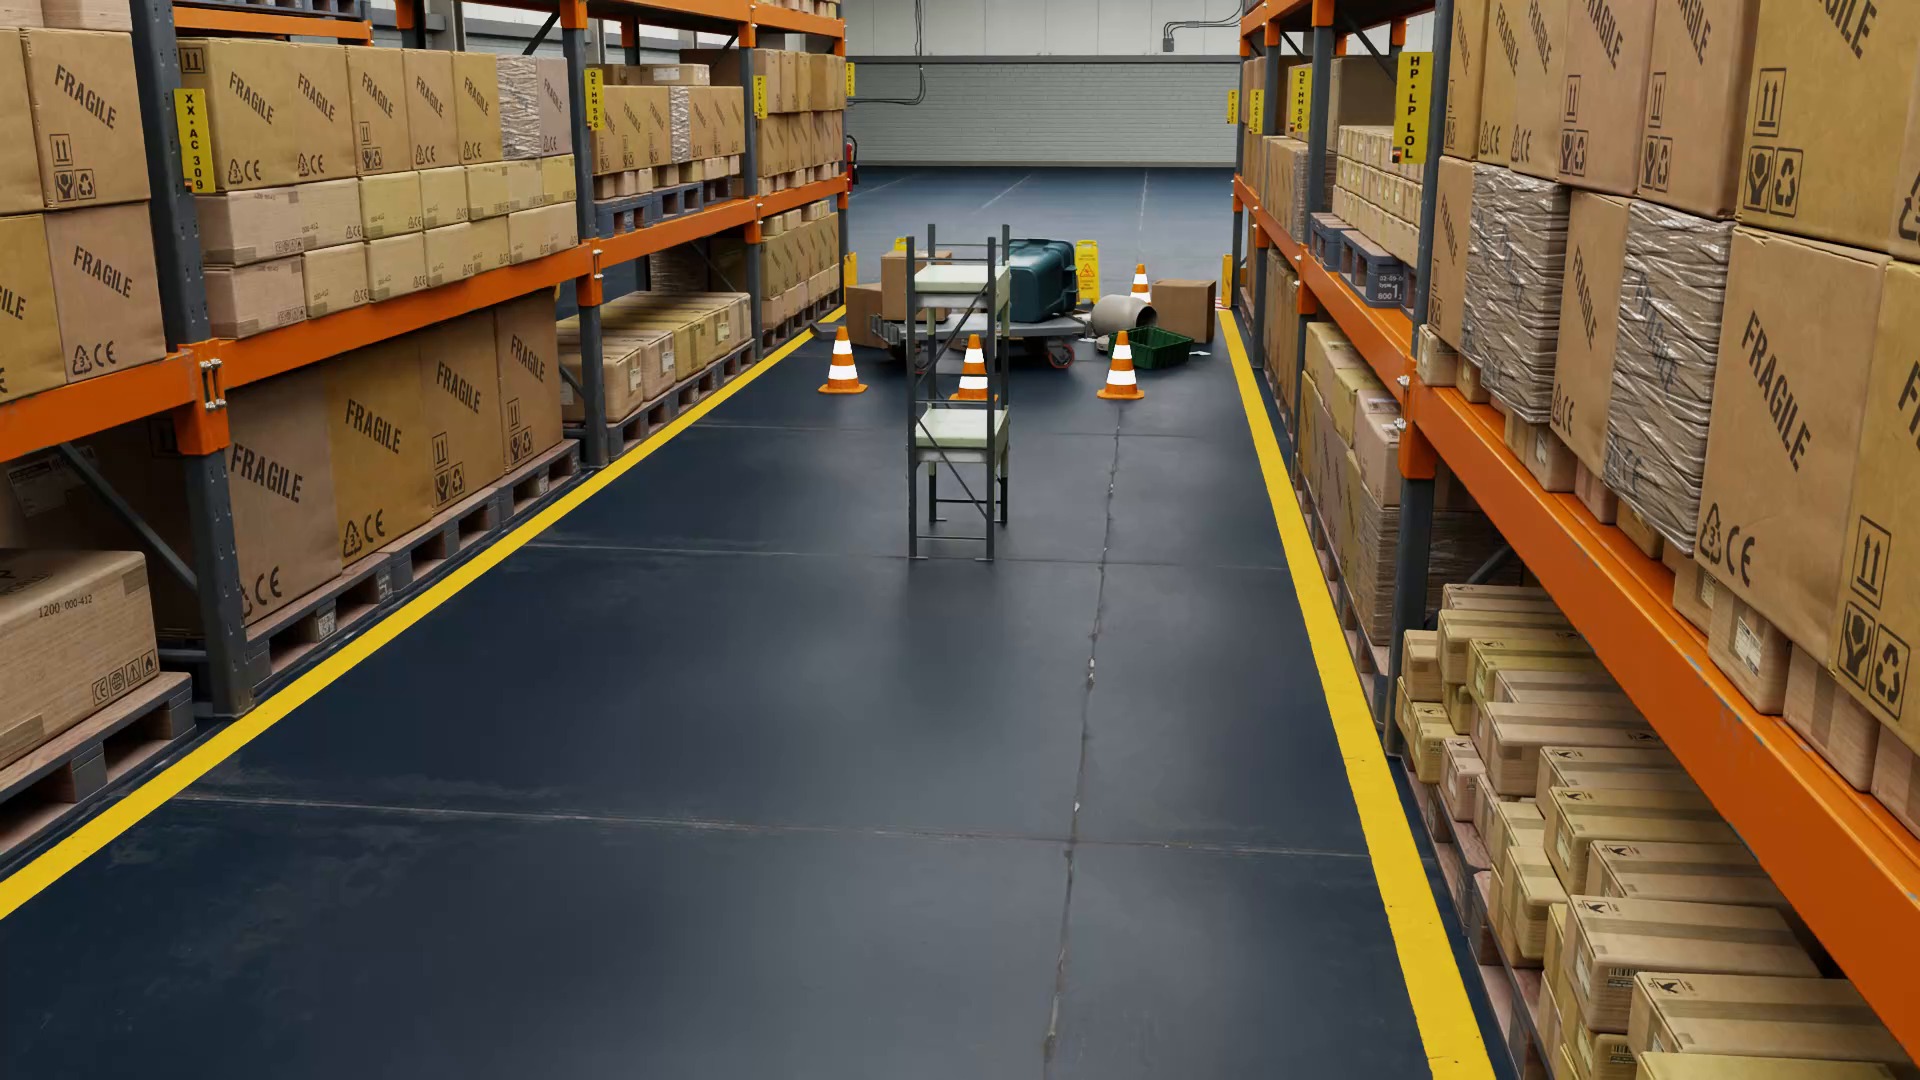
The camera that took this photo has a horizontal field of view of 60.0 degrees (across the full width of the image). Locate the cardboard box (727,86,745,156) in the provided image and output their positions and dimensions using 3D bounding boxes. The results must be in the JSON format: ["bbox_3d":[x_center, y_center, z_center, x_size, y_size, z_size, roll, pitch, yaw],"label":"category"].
[{"bbox_3d":[-1.938,-3.188,12.638,0.500,0.500,0.500,1,15,5],"label":"cardboard box"}]

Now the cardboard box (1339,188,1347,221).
[{"bbox_3d":[2.083,-1.664,8.247,0.380,0.149,0.250,2,15,9],"label":"cardboard box"}]

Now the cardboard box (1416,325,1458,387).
[{"bbox_3d":[1.556,-0.540,4.894,0.380,0.149,0.250,2,15,8],"label":"cardboard box"}]

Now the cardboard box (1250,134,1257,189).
[{"bbox_3d":[3.023,-3.389,14.660,0.875,0.550,0.500,2,15,6],"label":"cardboard box"}]

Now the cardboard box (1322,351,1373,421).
[{"bbox_3d":[1.920,-0.689,7.513,0.500,0.250,0.500,2,15,7],"label":"cardboard box"}]

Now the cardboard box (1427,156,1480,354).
[{"bbox_3d":[1.607,-0.796,4.598,0.500,0.500,0.500,1,15,5],"label":"cardboard box"}]

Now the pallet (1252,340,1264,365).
[{"bbox_3d":[2.979,-1.649,13.855,1.003,0.211,1.213,2,15,6],"label":"pallet"}]

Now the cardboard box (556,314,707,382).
[{"bbox_3d":[-2.325,-1.351,11.640,0.950,0.372,0.625,2,15,8],"label":"cardboard box"}]

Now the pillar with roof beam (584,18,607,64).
[{"bbox_3d":[-1.938,-9.830,27.275,9.100,9.000,0.400,2,15,6],"label":"pillar with roof beam"}]

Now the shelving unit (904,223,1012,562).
[{"bbox_3d":[0.001,-0.726,7.973,0.431,1.500,0.755,2,15,6],"label":"shelving unit"}]

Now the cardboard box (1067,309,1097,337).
[{"bbox_3d":[1.180,-1.980,14.976,0.396,0.266,0.258,4,16,16],"label":"cardboard box"}]

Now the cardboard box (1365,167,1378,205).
[{"bbox_3d":[1.966,-1.534,7.196,0.380,0.149,0.250,2,15,6],"label":"cardboard box"}]

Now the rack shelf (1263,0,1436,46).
[{"bbox_3d":[2.590,-3.382,10.554,1.077,0.370,4.000,2,15,6],"label":"rack shelf"}]

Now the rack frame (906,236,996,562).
[{"bbox_3d":[-0.041,-0.631,7.622,0.400,1.500,0.023,2,15,6],"label":"rack frame"}]

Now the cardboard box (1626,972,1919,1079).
[{"bbox_3d":[1.350,0.854,2.774,0.380,0.149,0.250,1,15,4],"label":"cardboard box"}]

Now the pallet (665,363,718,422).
[{"bbox_3d":[-2.336,-1.054,11.656,1.003,0.211,1.213,2,15,6],"label":"pallet"}]

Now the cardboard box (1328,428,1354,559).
[{"bbox_3d":[1.867,-0.186,7.089,0.500,0.500,0.500,1,15,5],"label":"cardboard box"}]

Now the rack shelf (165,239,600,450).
[{"bbox_3d":[-2.791,-1.016,7.551,1.077,0.370,4.000,2,15,6],"label":"rack shelf"}]

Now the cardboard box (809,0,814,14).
[{"bbox_3d":[-1.560,-4.920,15.344,0.380,0.149,0.250,2,15,6],"label":"cardboard box"}]

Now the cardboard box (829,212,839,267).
[{"bbox_3d":[-1.494,-2.979,16.459,0.500,0.500,0.500,2,15,7],"label":"cardboard box"}]

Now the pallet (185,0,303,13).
[{"bbox_3d":[-6.836,-5.008,15.358,1.003,0.211,1.213,2,15,6],"label":"pallet"}]

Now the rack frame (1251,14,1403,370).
[{"bbox_3d":[2.816,-2.800,12.770,1.000,3.000,0.127,2,15,6],"label":"rack frame"}]

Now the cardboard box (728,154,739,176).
[{"bbox_3d":[-1.898,-2.859,12.667,0.380,0.149,0.250,2,15,7],"label":"cardboard box"}]

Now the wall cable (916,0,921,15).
[{"bbox_3d":[0.150,-16.209,47.142,3.097,2.526,0.112,2,15,6],"label":"wall cable"}]

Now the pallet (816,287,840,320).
[{"bbox_3d":[-1.798,-2.382,16.565,1.003,0.211,1.213,2,15,6],"label":"pallet"}]

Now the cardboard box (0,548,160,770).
[{"bbox_3d":[-3.194,0.349,5.228,0.875,0.438,0.875,1,15,5],"label":"cardboard box"}]

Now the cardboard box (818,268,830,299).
[{"bbox_3d":[-1.553,-2.481,16.053,0.500,0.250,0.500,2,15,6],"label":"cardboard box"}]

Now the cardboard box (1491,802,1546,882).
[{"bbox_3d":[1.444,0.726,3.817,0.380,0.149,0.250,2,15,6],"label":"cardboard box"}]

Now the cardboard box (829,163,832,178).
[{"bbox_3d":[-1.461,-3.598,16.201,0.380,0.149,0.250,1,15,5],"label":"cardboard box"}]

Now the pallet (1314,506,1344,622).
[{"bbox_3d":[2.135,0.102,7.381,1.003,0.211,1.213,2,15,6],"label":"pallet"}]

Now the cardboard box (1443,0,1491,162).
[{"bbox_3d":[1.620,-1.290,4.508,0.500,0.500,0.500,2,15,8],"label":"cardboard box"}]

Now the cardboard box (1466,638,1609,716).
[{"bbox_3d":[1.599,0.381,4.523,0.380,0.149,0.250,1,15,5],"label":"cardboard box"}]

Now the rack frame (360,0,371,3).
[{"bbox_3d":[-6.595,-6.998,16.803,1.000,3.000,0.127,2,15,6],"label":"rack frame"}]

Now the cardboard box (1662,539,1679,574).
[{"bbox_3d":[1.450,0.009,2.863,0.380,0.149,0.250,1,15,4],"label":"cardboard box"}]

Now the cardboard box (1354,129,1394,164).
[{"bbox_3d":[2.029,-1.815,7.665,0.380,0.149,0.250,1,15,4],"label":"cardboard box"}]

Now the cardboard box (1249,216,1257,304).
[{"bbox_3d":[3.159,-2.608,15.328,0.875,0.875,0.875,1,15,5],"label":"cardboard box"}]

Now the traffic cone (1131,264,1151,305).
[{"bbox_3d":[1.796,-2.517,16.583,0.336,0.463,0.334,2,15,6],"label":"traffic cone"}]

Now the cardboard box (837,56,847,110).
[{"bbox_3d":[-1.503,-4.493,16.353,0.700,0.500,0.500,1,15,5],"label":"cardboard box"}]

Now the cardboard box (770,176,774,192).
[{"bbox_3d":[-1.783,-3.007,14.019,0.380,0.149,0.250,2,15,6],"label":"cardboard box"}]

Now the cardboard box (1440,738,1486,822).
[{"bbox_3d":[1.546,0.668,4.601,0.380,0.149,0.250,2,15,6],"label":"cardboard box"}]

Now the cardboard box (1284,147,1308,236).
[{"bbox_3d":[2.206,-2.065,9.860,0.500,0.500,0.500,2,15,6],"label":"cardboard box"}]

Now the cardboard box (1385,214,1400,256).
[{"bbox_3d":[1.874,-1.185,6.473,0.380,0.149,0.250,1,15,4],"label":"cardboard box"}]

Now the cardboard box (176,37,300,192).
[{"bbox_3d":[-2.682,-1.481,5.786,0.500,0.500,0.500,2,15,7],"label":"cardboard box"}]

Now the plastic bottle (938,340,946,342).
[{"bbox_3d":[-0.105,-1.781,14.630,0.133,0.061,0.283,4,16,16],"label":"plastic bottle"}]

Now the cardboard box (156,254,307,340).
[{"bbox_3d":[-2.705,-0.879,5.952,0.500,0.250,0.500,1,15,5],"label":"cardboard box"}]

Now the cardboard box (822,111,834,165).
[{"bbox_3d":[-1.511,-3.870,15.967,0.500,0.500,0.500,2,15,6],"label":"cardboard box"}]

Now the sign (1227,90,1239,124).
[{"bbox_3d":[2.716,-4.311,16.550,0.100,0.325,0.005,2,15,6],"label":"sign"}]

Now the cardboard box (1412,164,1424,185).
[{"bbox_3d":[1.825,-1.340,5.909,0.380,0.149,0.250,1,15,4],"label":"cardboard box"}]

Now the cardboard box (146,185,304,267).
[{"bbox_3d":[-2.687,-1.119,5.885,0.500,0.250,0.500,1,15,5],"label":"cardboard box"}]

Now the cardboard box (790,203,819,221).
[{"bbox_3d":[-1.532,-3.061,15.521,0.380,0.149,0.250,2,15,9],"label":"cardboard box"}]
